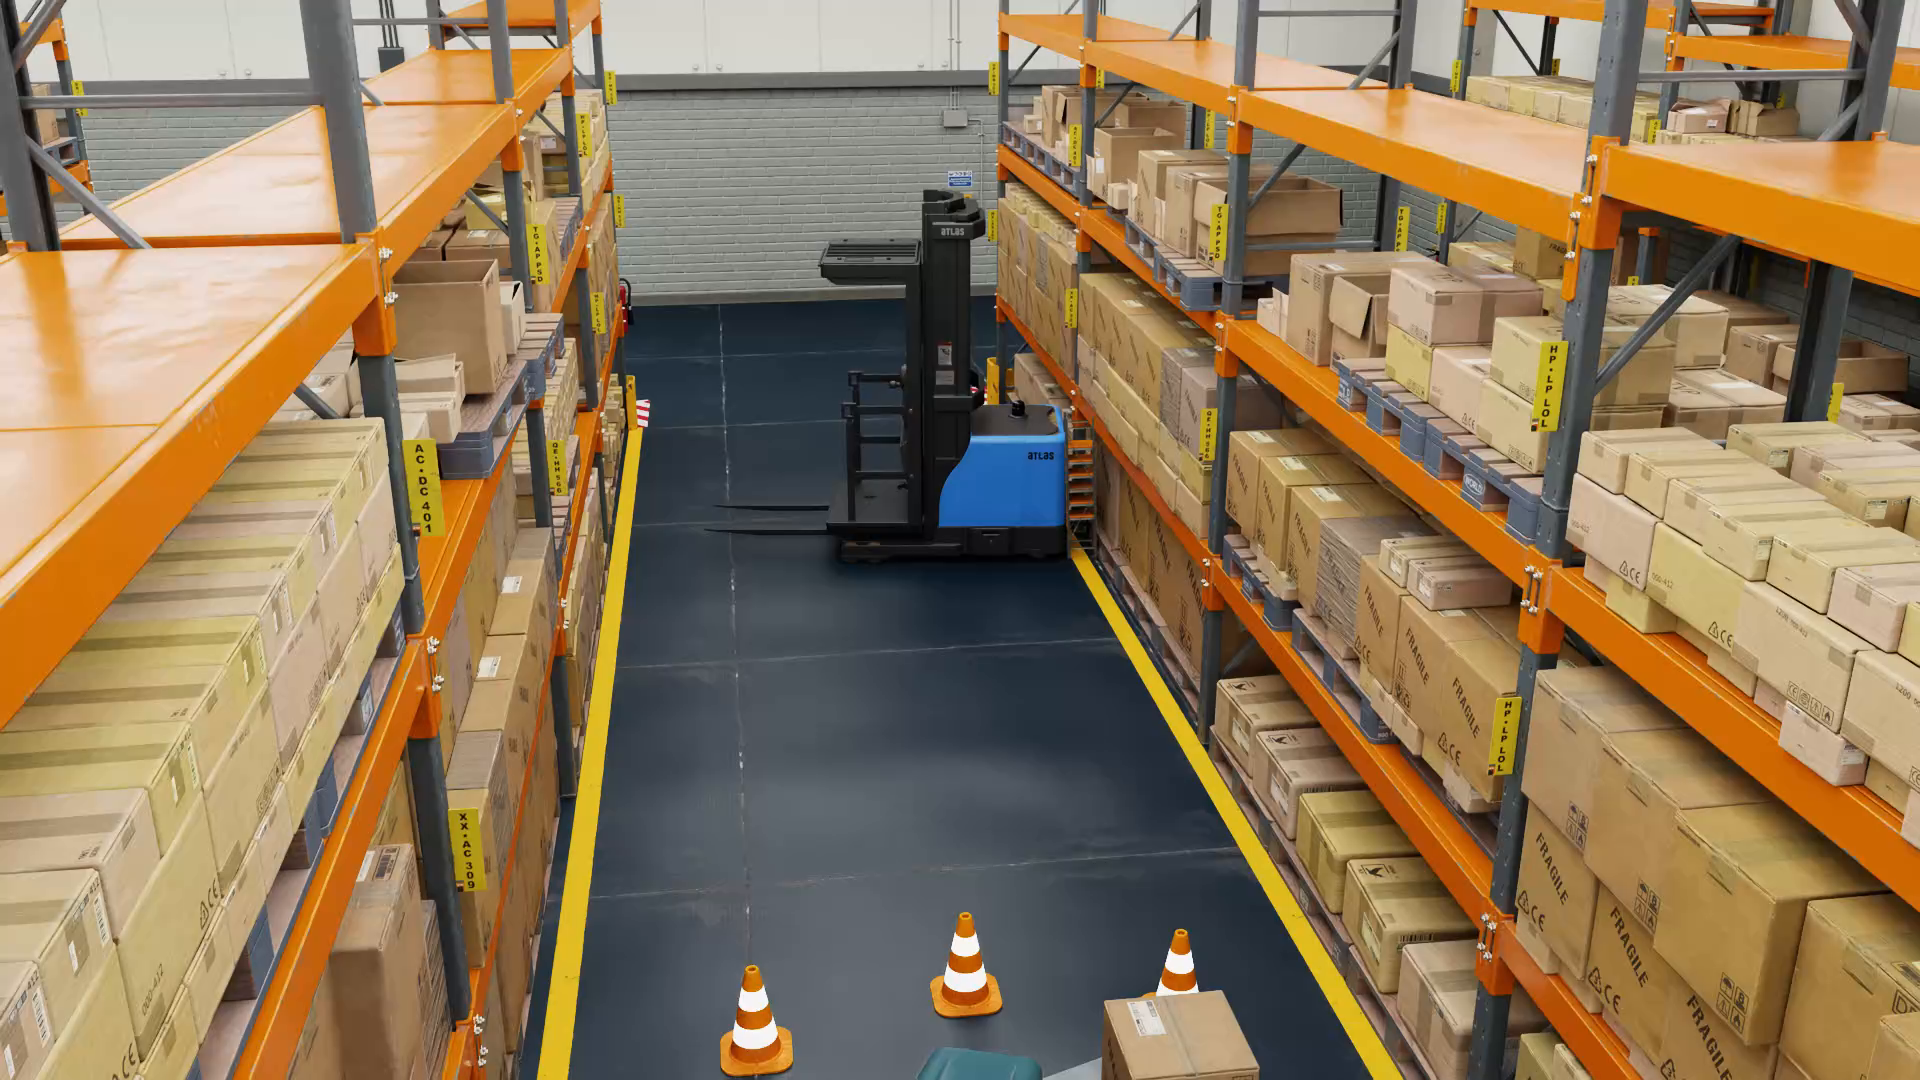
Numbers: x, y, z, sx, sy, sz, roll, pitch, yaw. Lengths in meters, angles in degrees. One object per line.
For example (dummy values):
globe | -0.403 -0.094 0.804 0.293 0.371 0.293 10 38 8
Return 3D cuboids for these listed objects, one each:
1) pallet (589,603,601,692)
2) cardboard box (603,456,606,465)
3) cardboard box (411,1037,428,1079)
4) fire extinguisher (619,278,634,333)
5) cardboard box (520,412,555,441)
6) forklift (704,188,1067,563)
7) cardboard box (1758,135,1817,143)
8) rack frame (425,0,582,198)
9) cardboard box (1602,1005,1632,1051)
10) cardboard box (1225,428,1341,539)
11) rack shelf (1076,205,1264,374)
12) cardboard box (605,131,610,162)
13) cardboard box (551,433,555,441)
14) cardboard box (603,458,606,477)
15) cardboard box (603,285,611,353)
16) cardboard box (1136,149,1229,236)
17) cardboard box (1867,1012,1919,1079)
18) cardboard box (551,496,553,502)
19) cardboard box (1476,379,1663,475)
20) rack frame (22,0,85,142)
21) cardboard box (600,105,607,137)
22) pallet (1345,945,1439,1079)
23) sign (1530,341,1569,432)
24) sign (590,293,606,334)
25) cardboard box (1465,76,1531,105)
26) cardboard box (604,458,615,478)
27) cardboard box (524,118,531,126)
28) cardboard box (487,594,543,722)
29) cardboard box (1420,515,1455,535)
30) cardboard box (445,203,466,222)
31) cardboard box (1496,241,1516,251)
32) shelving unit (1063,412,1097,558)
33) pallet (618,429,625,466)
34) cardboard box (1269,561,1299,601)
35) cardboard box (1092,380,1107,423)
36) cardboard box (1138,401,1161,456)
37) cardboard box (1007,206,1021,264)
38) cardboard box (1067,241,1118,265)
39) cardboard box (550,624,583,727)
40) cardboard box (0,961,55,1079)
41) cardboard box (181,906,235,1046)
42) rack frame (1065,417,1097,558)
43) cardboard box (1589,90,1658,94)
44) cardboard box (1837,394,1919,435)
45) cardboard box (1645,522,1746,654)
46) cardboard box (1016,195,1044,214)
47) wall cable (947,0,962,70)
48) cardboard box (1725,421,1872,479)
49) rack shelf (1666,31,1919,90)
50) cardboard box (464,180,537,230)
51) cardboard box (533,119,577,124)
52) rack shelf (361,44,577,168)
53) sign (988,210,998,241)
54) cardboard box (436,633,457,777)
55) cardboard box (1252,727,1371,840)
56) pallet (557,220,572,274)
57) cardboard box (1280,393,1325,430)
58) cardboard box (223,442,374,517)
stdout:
pallet | -3.119 0.777 11.908 1.003 0.211 1.213 -3 21 -8
cardboard box | -3.396 -0.720 14.980 0.380 0.149 0.250 -2 21 -5
cardboard box | -2.092 1.794 4.986 0.875 0.550 0.550 -3 21 -8
fire extinguisher | -3.568 -2.507 17.358 0.296 0.674 0.183 -3 21 -8
cardboard box | -2.861 -0.728 10.861 0.380 0.149 0.250 -2 21 -5
forklift | -0.629 -1.372 13.774 3.031 2.935 1.130 0 20 0
cardboard box | 6.646 -3.157 13.359 0.380 0.149 0.250 -3 21 -9
rack frame | -3.412 -4.033 12.226 1.000 3.000 0.127 -3 21 -8
cardboard box | 2.509 1.681 5.861 0.380 0.149 0.250 -3 21 -8
cardboard box | 1.884 -0.337 9.738 0.500 0.500 0.500 -4 21 -9
rack shelf | 1.760 -1.883 11.785 1.077 0.370 4.000 -3 21 -8
cardboard box | -3.661 -3.798 16.099 0.500 0.250 0.500 -3 21 -9
cardboard box | -2.861 -0.593 10.924 0.380 0.149 0.250 -3 21 -8
cardboard box | -3.238 -0.590 14.207 0.380 0.149 0.250 -2 21 -5
cardboard box | -3.349 -1.940 14.629 0.500 0.500 0.500 -3 21 -9
cardboard box | 1.507 -2.366 11.308 0.500 0.500 0.500 -3 21 -7
cardboard box | 2.671 1.481 4.042 0.700 0.500 0.500 -3 21 -8
cardboard box | -2.778 -0.268 10.479 0.380 0.149 0.250 -2 21 -5
cardboard box | 2.397 -0.464 6.571 0.500 0.250 0.500 -3 21 -9
rack frame | -8.911 -5.202 15.358 1.000 3.000 0.127 -3 21 -8
cardboard box | -3.670 -4.030 16.005 0.500 0.250 0.500 -4 21 -9
pallet | 2.511 2.300 7.831 1.003 0.211 1.213 -3 21 -8
sign | 2.076 -0.540 5.859 0.100 0.325 0.005 -3 21 -8
sign | -2.863 -1.794 13.151 0.100 0.325 0.005 -3 21 -8
cardboard box | 5.622 -4.686 17.336 0.500 0.250 0.500 -3 21 -8
cardboard box | -3.374 -0.673 15.279 0.380 0.149 0.250 -3 21 -9
cardboard box | -3.973 -3.700 14.553 0.380 0.149 0.250 -2 21 -6
cardboard box | -2.362 0.604 8.243 0.500 0.500 0.500 -3 21 -9
cardboard box | 2.626 0.181 8.351 0.500 0.500 0.500 -4 21 -10
cardboard box | -3.322 -1.820 10.446 0.500 0.500 0.500 -3 21 -8
cardboard box | 6.135 -3.067 18.003 0.500 0.250 0.500 -2 21 -6
shelving unit | 0.990 -0.450 13.687 0.258 1.200 0.189 -2 20 0
pallet | -3.896 -0.991 16.643 1.003 0.211 1.213 -3 21 -8
cardboard box | 1.932 0.214 9.189 0.380 0.149 0.250 -3 21 -7
cardboard box | 1.350 -1.092 13.141 0.500 0.250 0.500 -3 21 -9
cardboard box | 1.556 -0.794 11.630 0.500 0.250 0.500 -3 21 -9
cardboard box | 0.764 -3.048 16.592 0.500 0.500 0.500 -3 21 -9
cardboard box | 1.112 -2.416 13.974 0.380 0.149 0.250 -3 21 -9
cardboard box | -2.685 0.879 10.622 0.500 0.500 0.500 -4 21 -10
cardboard box | -1.488 0.721 2.262 0.380 0.149 0.250 -3 21 -9
cardboard box | -1.596 0.830 3.111 0.380 0.149 0.250 -3 21 -8
rack frame | 0.991 -0.420 13.601 0.240 1.200 0.006 -2 20 0
cardboard box | 6.351 -4.179 15.981 0.500 0.250 0.500 -3 21 -8
cardboard box | 6.487 -0.849 11.890 0.500 0.250 0.500 -4 21 -10
cardboard box | 2.501 0.133 5.149 0.500 0.250 0.500 -3 21 -8
cardboard box | 0.760 -3.301 16.342 0.380 0.149 0.250 -4 21 -10
wall cable | -0.204 -7.657 21.931 0.463 3.000 0.029 -3 21 -8
cardboard box | 2.887 -0.299 5.737 0.380 0.149 0.250 -2 21 -7
rack shelf | 6.671 -3.352 12.004 1.077 0.370 4.000 -3 21 -8
cardboard box | -2.695 -1.980 9.781 0.396 0.266 0.258 -3 21 -8
cardboard box | -3.305 -3.363 13.651 0.380 0.149 0.250 -4 21 -9
rack shelf | -3.124 -2.816 10.568 1.077 0.370 4.000 -3 21 -8
sign | 0.345 -3.308 17.511 0.100 0.325 0.005 -3 21 -8
cardboard box | -2.412 0.683 6.603 0.700 0.500 0.500 -3 21 -9
cardboard box | 2.234 1.364 9.508 0.950 0.372 0.625 -3 21 -9
pallet | -3.276 -1.961 11.236 1.213 0.211 1.003 -3 21 -8
cardboard box | 2.219 -0.820 10.627 0.500 0.500 0.500 -4 21 -10
cardboard box | -1.854 -0.159 4.618 0.380 0.149 0.250 -3 21 -8
